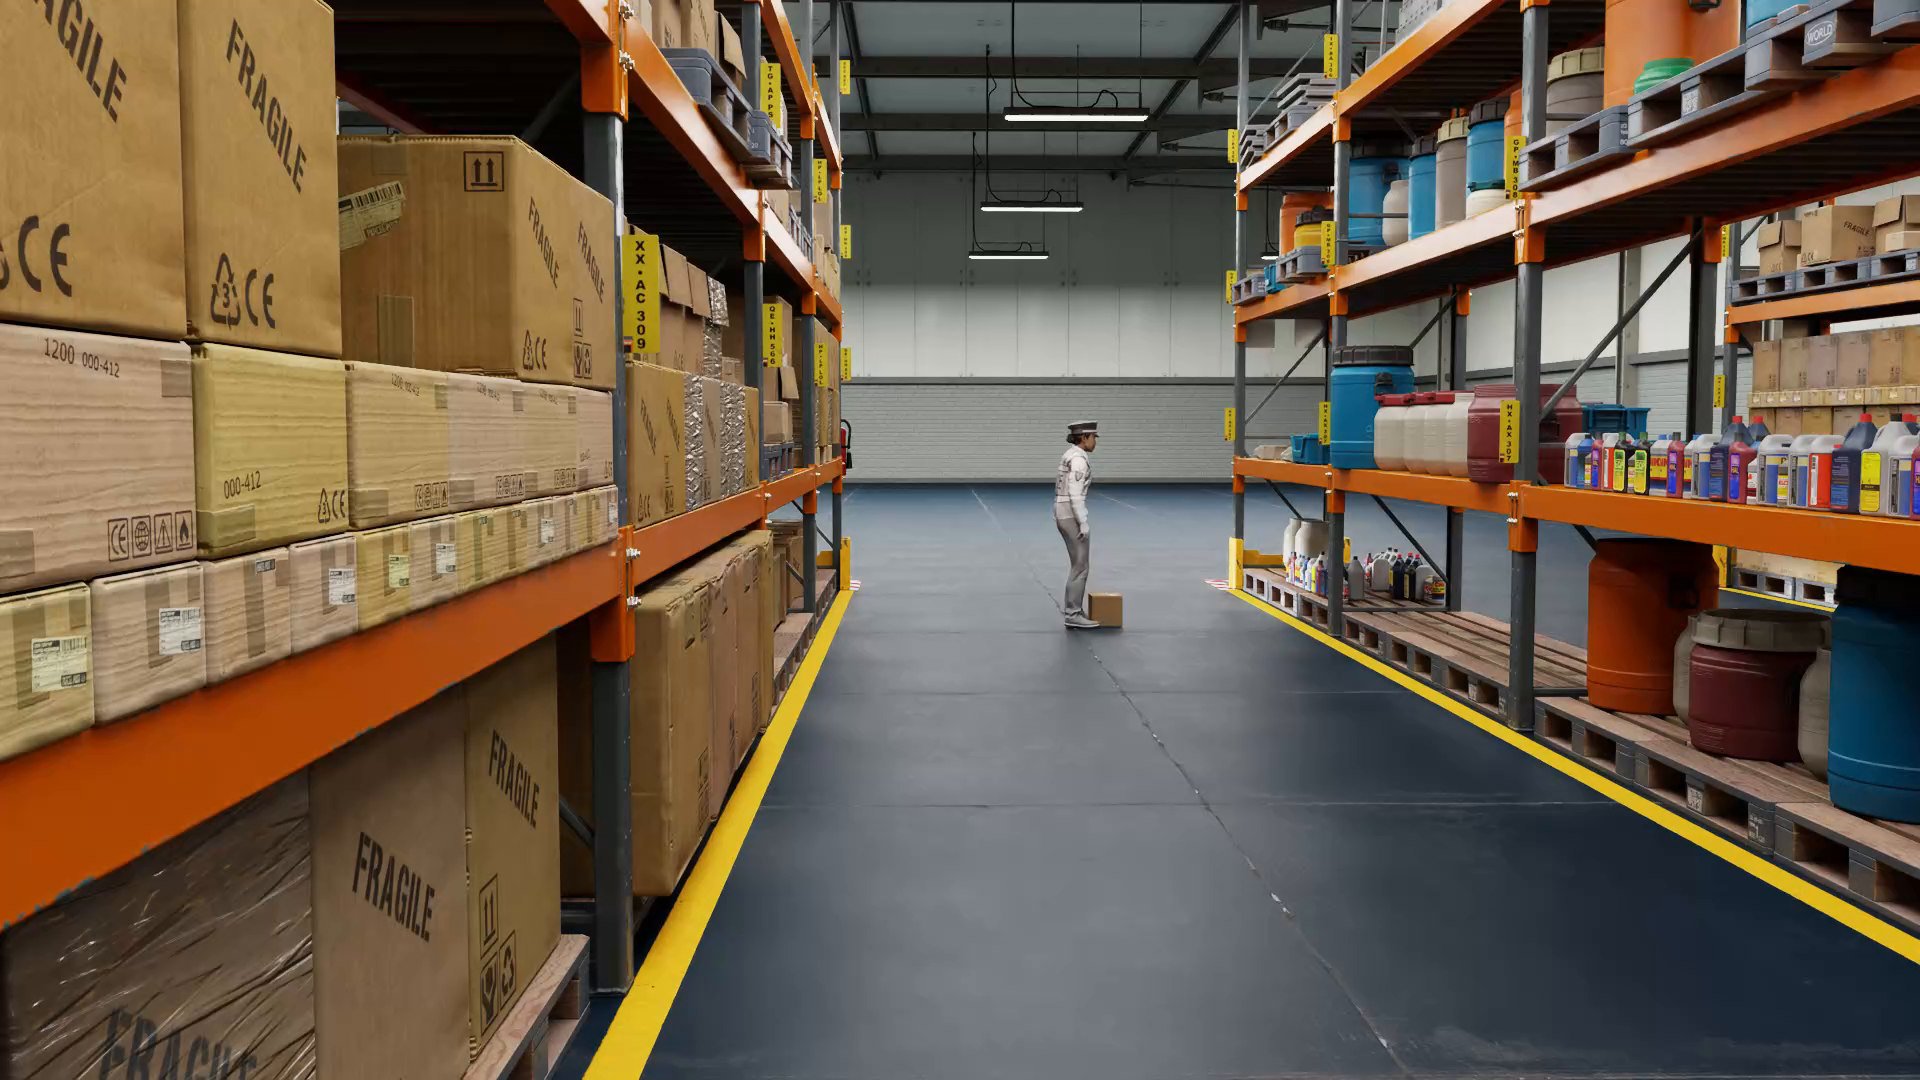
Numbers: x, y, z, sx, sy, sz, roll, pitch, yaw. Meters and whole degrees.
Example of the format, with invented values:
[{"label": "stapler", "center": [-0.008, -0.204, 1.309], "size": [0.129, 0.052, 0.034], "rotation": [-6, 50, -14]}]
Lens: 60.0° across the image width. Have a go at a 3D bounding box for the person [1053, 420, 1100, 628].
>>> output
[{"label": "person", "center": [0.962, -0.136, 13.488], "size": [0.402, 1.664, 0.529], "rotation": [0, 4, -1]}]
